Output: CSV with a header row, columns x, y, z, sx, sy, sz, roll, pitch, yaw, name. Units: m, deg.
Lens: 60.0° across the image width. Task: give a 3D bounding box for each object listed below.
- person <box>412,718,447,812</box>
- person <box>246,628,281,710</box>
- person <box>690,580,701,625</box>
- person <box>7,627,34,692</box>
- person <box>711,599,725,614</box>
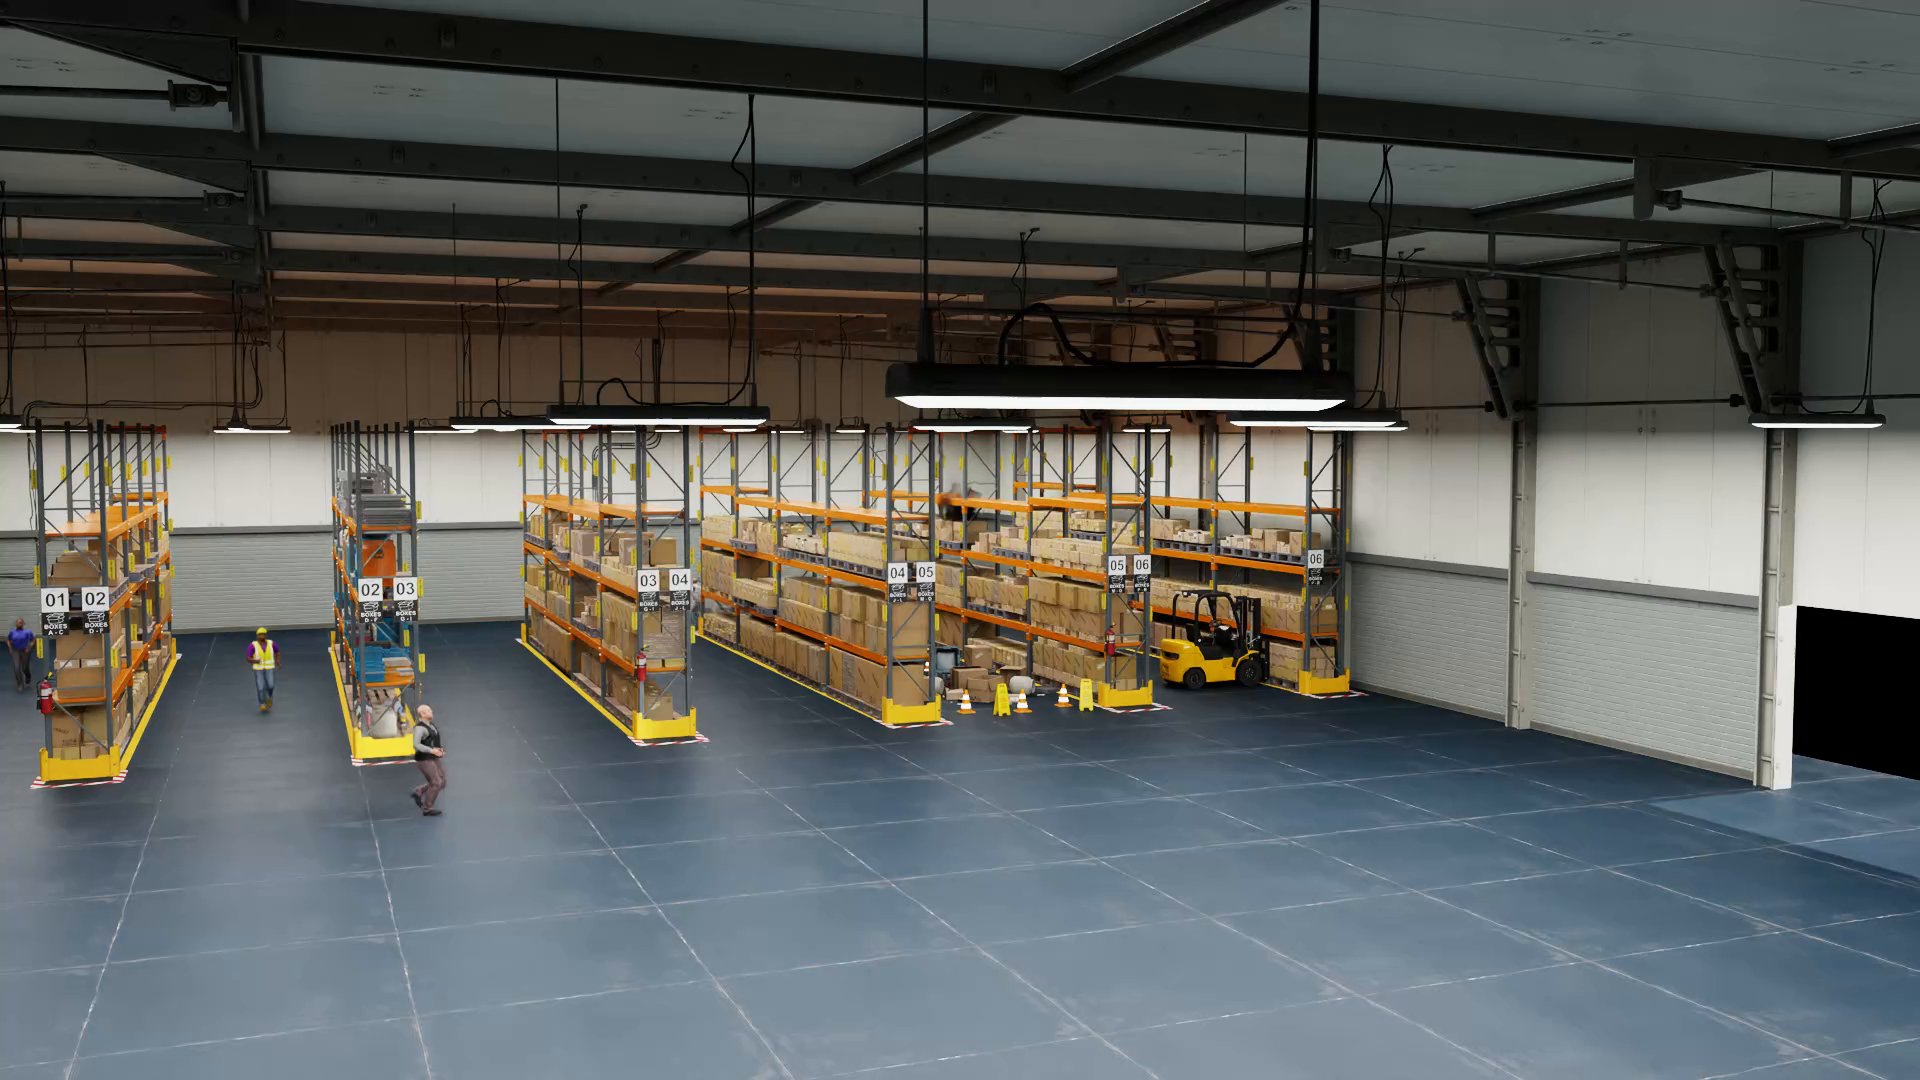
x,y,z,sx,sy,sz,roll,pitch,yaw,name
-8.038,3.389,25.081,0.502,1.421,0.656,0,4,1,person
-14.461,2.686,34.569,0.685,1.725,0.623,-2,4,-29,person
-7.788,1.794,49.229,0.718,1.477,0.650,-2,4,-25,person
-21.175,2.675,37.508,0.551,1.435,0.709,-1,4,-20,person
-7.170,1.807,49.855,0.617,1.627,0.563,-3,4,-35,person
